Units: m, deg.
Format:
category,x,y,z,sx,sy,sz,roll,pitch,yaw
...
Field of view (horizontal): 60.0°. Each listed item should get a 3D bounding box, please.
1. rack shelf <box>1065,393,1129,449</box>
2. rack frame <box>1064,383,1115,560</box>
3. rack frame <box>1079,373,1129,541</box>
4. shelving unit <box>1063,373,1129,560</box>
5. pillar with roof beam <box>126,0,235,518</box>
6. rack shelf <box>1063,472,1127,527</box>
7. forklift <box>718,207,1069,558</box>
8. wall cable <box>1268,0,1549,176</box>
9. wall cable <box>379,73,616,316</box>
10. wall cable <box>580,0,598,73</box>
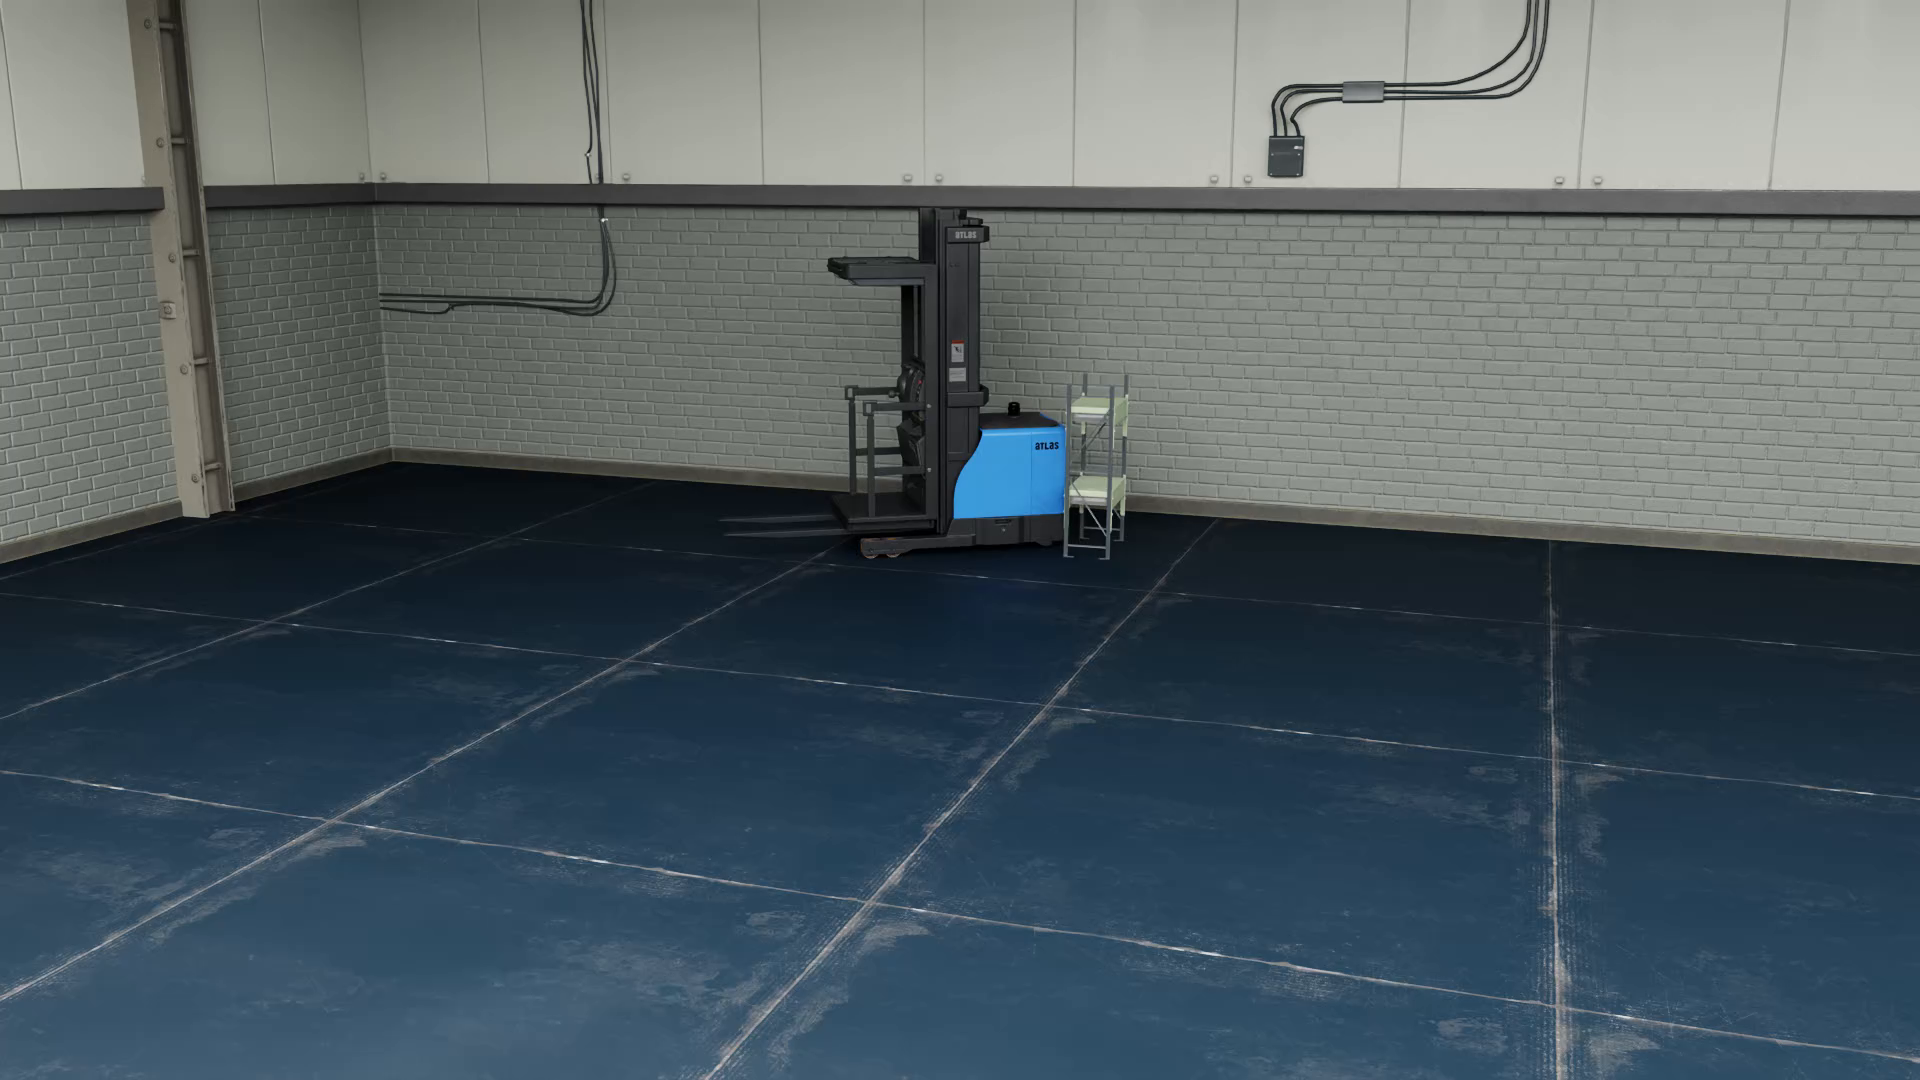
category,x,y,z,sx,sy,sz,roll,pitch,yaw
rack shelf,1.190,-1.034,14.388,0.431,0.370,0.720,4,13,14
rack frame,1.094,-0.575,14.131,0.400,1.500,0.023,4,13,14
rack frame,1.281,-0.733,14.821,0.400,1.500,0.023,4,13,14
shelving unit,1.187,-0.654,14.476,0.431,1.500,0.755,4,13,14
pillar with roof beam,-3.223,-4.340,13.781,9.100,9.000,0.400,4,14,18
rack shelf,1.185,-0.336,14.549,0.431,0.370,0.720,4,13,14
forklift,-0.608,-1.399,14.529,3.031,2.935,1.130,-3,13,-12
wall cable,3.886,-6.146,14.052,2.305,6.003,0.169,4,14,18
wall cable,-5.092,-3.661,17.785,3.097,2.526,0.112,4,14,18
wall cable,-2.532,-5.929,16.370,3.097,2.526,0.112,4,14,18
